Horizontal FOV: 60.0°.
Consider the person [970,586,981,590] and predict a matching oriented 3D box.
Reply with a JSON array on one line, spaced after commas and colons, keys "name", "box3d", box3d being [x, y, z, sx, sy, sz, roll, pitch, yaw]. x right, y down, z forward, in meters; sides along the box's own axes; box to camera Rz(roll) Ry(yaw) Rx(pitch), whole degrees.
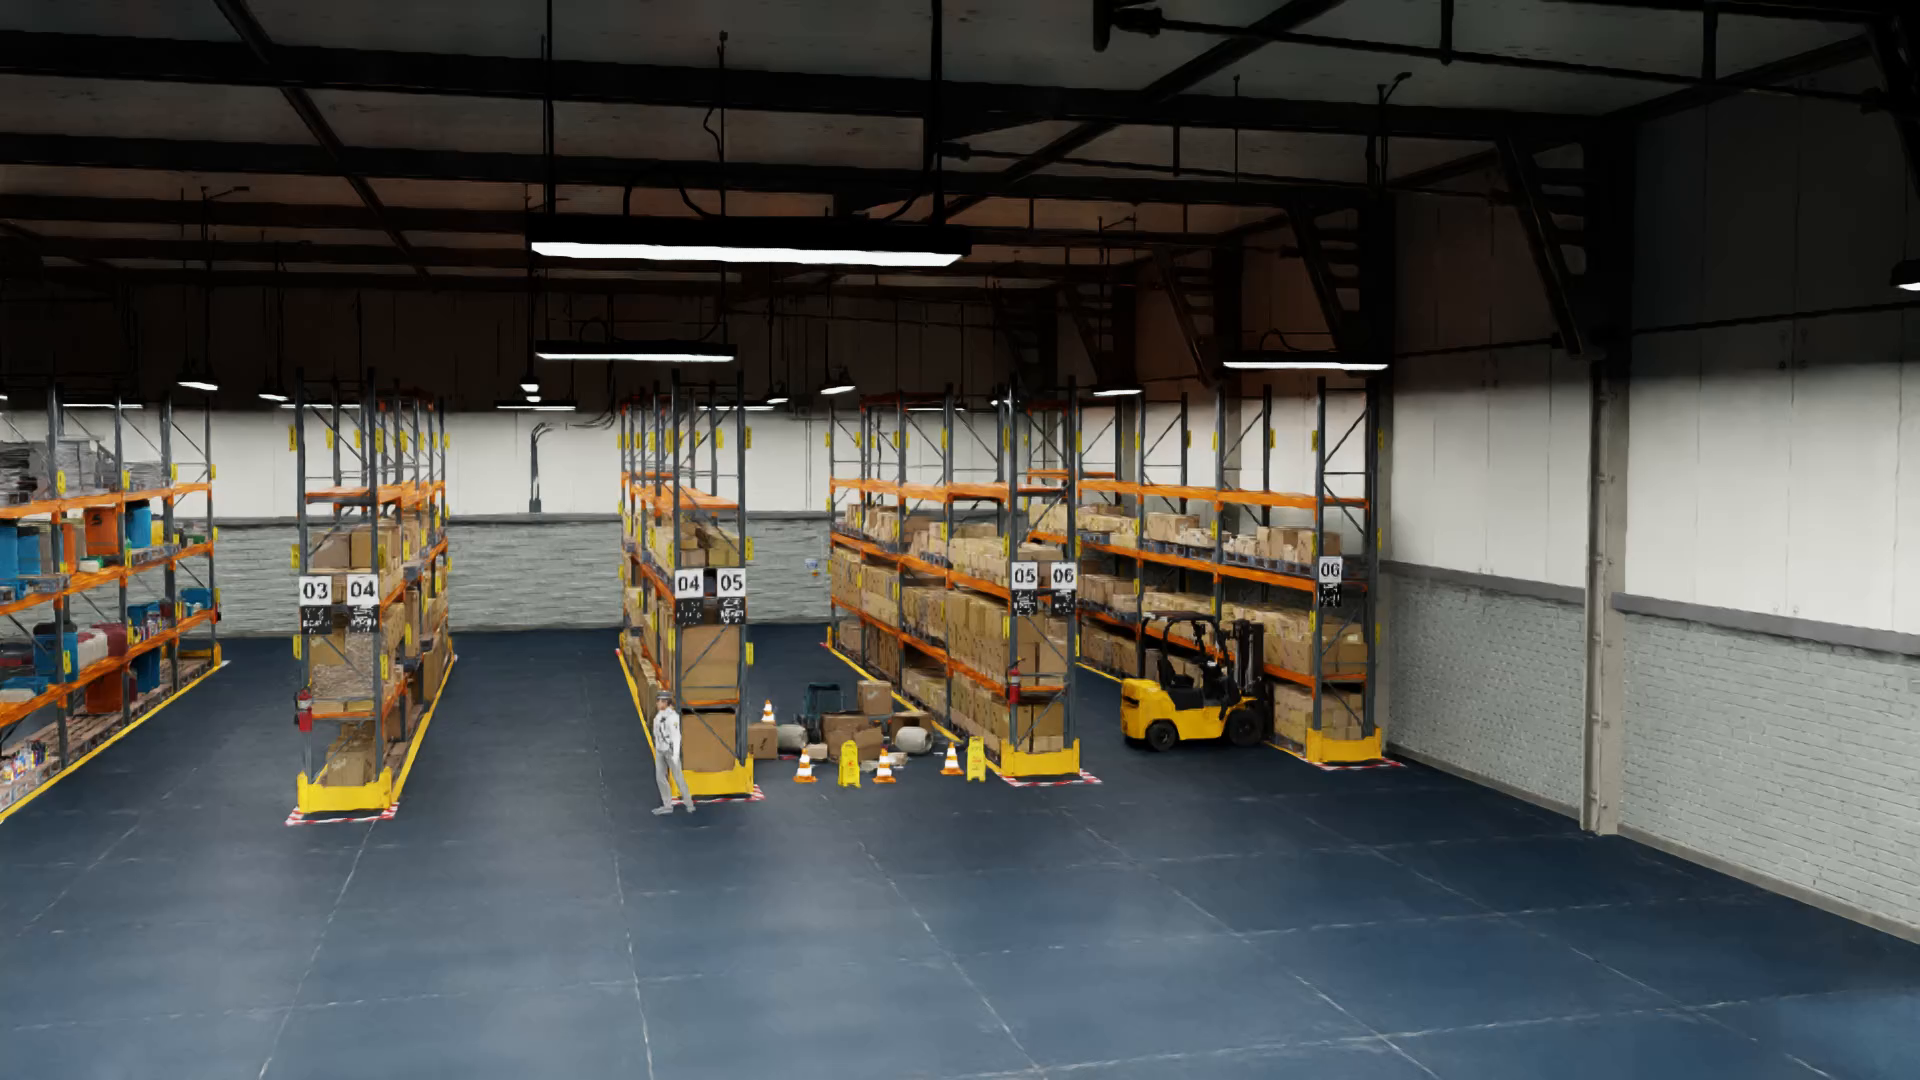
[{"name": "person", "box3d": [0.460, 1.571, 42.722, 0.767, 1.770, 0.605, -3, 5, -42]}]

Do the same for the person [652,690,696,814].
[{"name": "person", "box3d": [-3.872, 2.842, 22.405, 0.524, 1.668, 0.572, -3, 5, -42]}]
